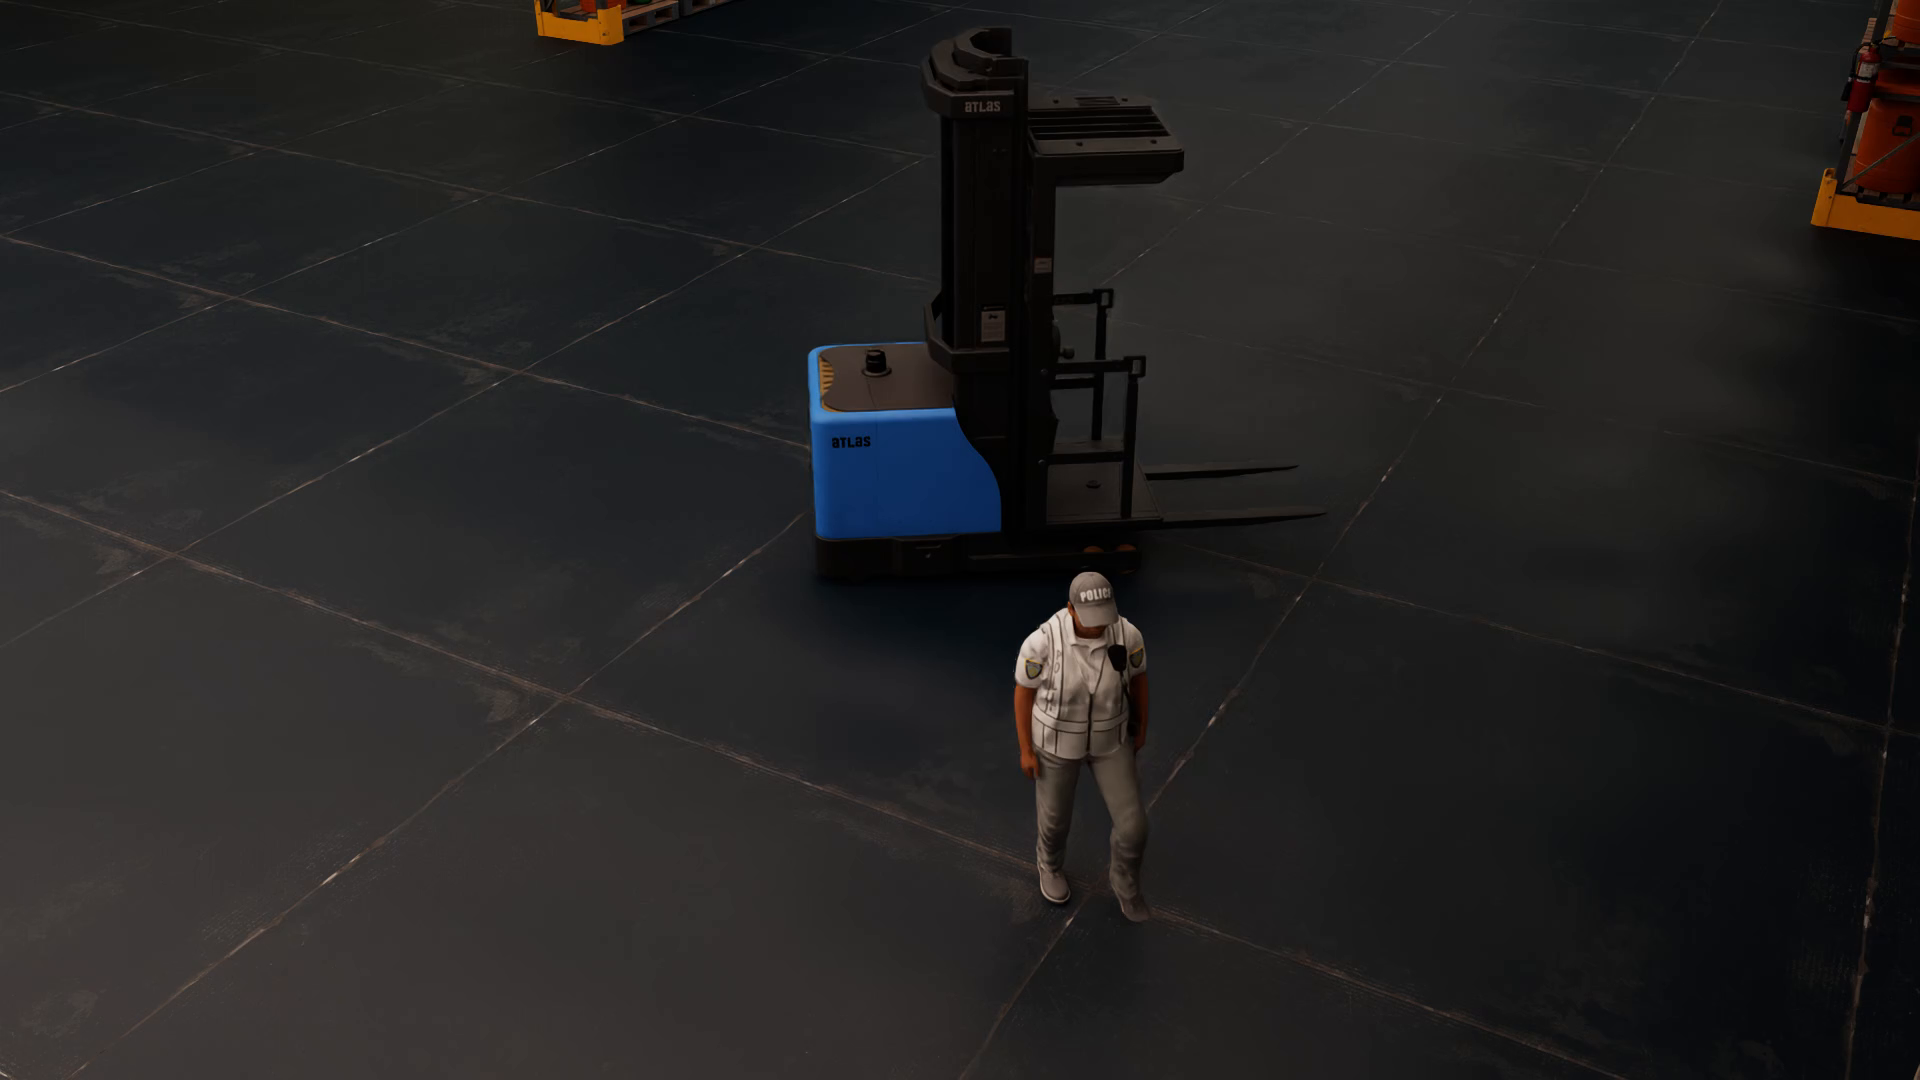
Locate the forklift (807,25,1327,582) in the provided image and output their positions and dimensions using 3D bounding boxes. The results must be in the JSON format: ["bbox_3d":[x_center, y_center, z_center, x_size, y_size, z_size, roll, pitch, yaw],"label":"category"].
[{"bbox_3d":[0.634,-1.327,9.370,3.031,2.935,1.130,-3,30,-5],"label":"forklift"}]

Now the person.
[{"bbox_3d":[0.520,0.878,6.912,0.589,1.714,0.481,-4,30,-7],"label":"person"}]
